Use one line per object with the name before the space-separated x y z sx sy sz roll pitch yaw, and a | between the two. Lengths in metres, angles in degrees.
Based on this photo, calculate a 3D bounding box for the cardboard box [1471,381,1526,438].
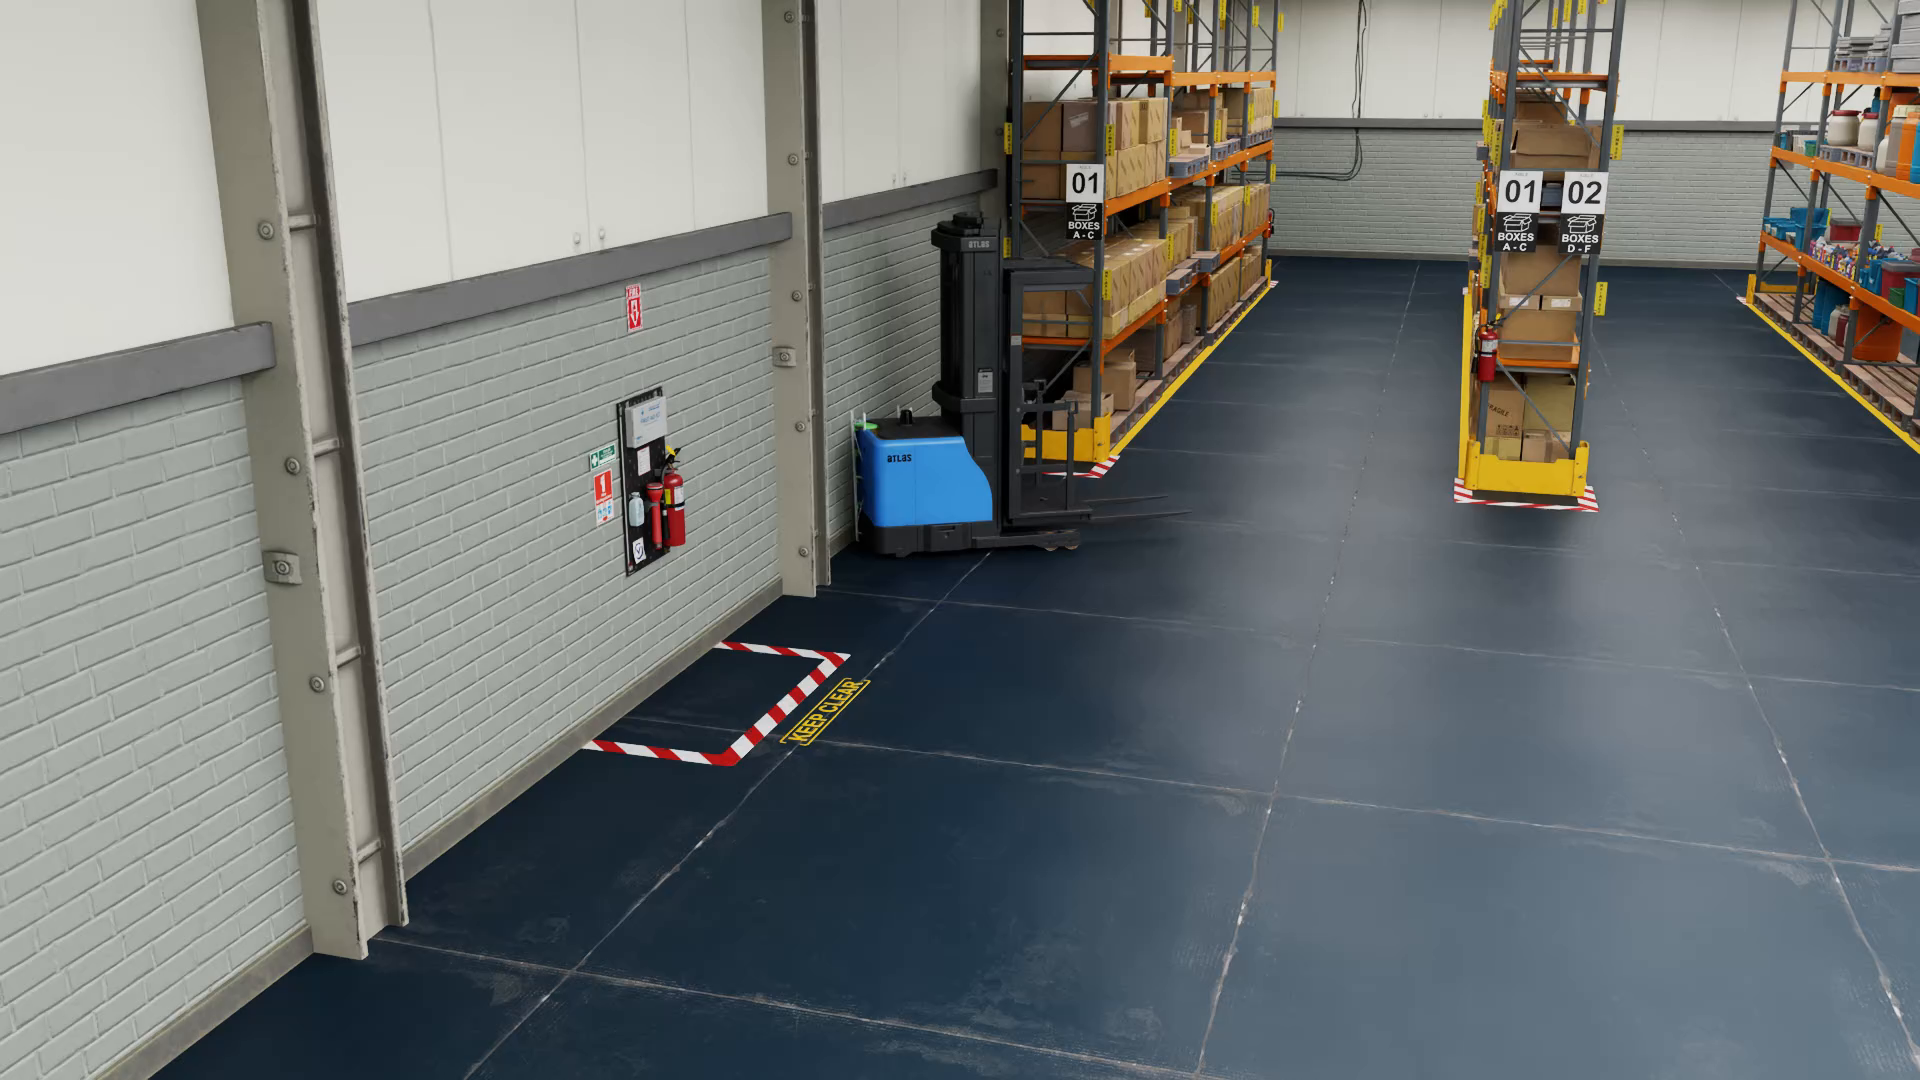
cardboard box | 5.665 -1.378 17.508 0.500 0.500 0.500 5 16 16

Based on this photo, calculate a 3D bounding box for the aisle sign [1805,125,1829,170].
aisle sign | 15.395 -7.023 29.749 0.394 0.787 0.004 5 16 16

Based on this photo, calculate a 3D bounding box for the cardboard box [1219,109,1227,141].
cardboard box | 4.006 -6.828 27.340 0.700 0.500 0.500 4 16 15

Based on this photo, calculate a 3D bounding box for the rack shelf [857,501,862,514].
rack shelf | -0.684 -0.299 15.195 0.480 0.148 0.258 -10 15 -32

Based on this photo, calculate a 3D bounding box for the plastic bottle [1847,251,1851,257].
plastic bottle | 13.041 -4.102 24.429 0.061 0.283 0.133 5 16 16

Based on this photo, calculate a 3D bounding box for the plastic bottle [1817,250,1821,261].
plastic bottle | 13.269 -4.393 25.605 0.097 0.201 0.097 0 16 0

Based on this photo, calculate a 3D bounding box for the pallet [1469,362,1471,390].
pallet | 7.452 -2.196 22.606 1.003 0.211 1.213 5 16 16

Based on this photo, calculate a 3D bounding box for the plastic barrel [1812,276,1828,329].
plastic barrel | 13.786 -3.781 26.159 0.600 0.901 0.708 5 16 16

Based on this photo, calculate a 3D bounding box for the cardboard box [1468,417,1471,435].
cardboard box | 5.938 -1.280 18.536 0.500 0.250 0.500 5 16 16

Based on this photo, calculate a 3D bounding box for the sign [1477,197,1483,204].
sign | 8.686 -5.571 27.808 0.100 0.325 0.005 5 16 16

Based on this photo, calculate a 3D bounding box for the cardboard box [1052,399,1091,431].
cardboard box | 1.331 -1.450 18.988 0.500 0.311 0.500 3 16 10

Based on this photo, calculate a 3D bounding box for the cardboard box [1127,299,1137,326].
cardboard box | 1.775 -2.669 19.400 0.500 0.250 0.500 4 16 15

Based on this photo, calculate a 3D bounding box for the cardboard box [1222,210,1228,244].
cardboard box | 4.004 -5.025 26.706 0.500 0.500 0.500 5 16 16

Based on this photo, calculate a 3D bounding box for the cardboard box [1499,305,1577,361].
cardboard box | 5.943 -2.144 17.130 0.700 0.500 0.500 5 16 16

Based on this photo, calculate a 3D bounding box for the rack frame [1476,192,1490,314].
rack frame | 8.072 -4.068 24.096 1.000 3.000 0.127 5 16 16

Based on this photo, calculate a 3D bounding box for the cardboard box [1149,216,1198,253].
cardboard box | 3.197 -4.587 24.937 0.700 0.500 0.500 3 16 9

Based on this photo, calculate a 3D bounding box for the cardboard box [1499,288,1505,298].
cardboard box | 5.797 -2.519 17.261 0.380 0.149 0.250 5 17 17

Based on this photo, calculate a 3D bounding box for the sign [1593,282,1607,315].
sign | 6.329 -2.385 16.430 0.100 0.325 0.005 5 16 16

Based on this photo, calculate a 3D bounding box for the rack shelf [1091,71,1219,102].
rack shelf | 2.753 -6.276 22.936 1.077 0.370 4.000 5 16 16

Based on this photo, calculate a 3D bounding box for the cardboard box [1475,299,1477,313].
cardboard box | 8.260 -3.475 25.781 0.500 0.500 0.500 4 16 14

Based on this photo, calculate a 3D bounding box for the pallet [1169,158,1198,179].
pallet | 2.462 -4.911 21.914 1.213 0.211 1.003 5 16 16

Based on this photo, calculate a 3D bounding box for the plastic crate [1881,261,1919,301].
plastic crate | 12.067 -3.315 21.322 0.402 0.464 0.583 5 16 16

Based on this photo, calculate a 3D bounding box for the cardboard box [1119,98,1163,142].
cardboard box | 2.156 -5.090 20.147 0.500 0.500 0.500 6 17 19

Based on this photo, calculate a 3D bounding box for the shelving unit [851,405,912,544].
shelving unit | -0.692 -0.596 15.130 0.503 1.200 0.258 -10 15 -32

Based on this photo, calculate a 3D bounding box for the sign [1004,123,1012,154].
sign | 0.521 -4.276 17.707 0.100 0.325 0.005 5 16 16

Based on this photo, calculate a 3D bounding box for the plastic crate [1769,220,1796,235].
plastic crate | 14.520 -5.513 29.387 0.416 0.233 0.300 5 16 16

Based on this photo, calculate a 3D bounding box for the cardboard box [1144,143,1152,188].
cardboard box | 2.001 -4.475 19.813 0.500 0.500 0.500 4 16 14

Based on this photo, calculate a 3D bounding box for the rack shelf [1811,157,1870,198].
rack shelf | 13.388 -5.303 24.272 1.077 0.370 4.000 5 16 16

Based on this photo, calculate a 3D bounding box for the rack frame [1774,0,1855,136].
rack frame | 15.093 -8.662 29.298 1.000 3.000 0.127 5 16 16

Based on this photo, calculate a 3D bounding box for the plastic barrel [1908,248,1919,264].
plastic barrel | 12.978 -3.604 22.208 0.600 0.536 0.708 5 16 16

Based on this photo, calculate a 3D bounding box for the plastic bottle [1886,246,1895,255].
plastic bottle | 13.696 -4.152 24.481 0.144 0.351 0.185 5 16 16

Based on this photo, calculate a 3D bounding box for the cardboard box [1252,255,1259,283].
cardboard box | 5.349 -5.222 31.975 0.700 0.500 0.500 5 16 16

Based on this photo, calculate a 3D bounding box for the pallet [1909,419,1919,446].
pallet | 11.452 -1.123 18.821 1.003 0.211 1.213 5 16 16

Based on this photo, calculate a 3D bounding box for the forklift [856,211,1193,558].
forklift | 0.605 -1.450 14.991 3.031 2.935 1.130 -4 16 -13

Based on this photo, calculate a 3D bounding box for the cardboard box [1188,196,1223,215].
cardboard box | 3.849 -5.252 26.131 0.500 0.250 0.500 4 16 15

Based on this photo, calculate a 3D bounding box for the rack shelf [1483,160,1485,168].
rack shelf | 9.777 -6.735 29.319 1.077 0.370 4.000 5 16 16

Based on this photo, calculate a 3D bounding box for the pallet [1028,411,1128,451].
pallet | 1.334 -1.246 19.258 1.003 0.211 1.213 5 16 16

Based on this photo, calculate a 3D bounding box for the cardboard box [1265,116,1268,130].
cardboard box | 5.494 -7.817 31.137 0.500 0.250 0.500 4 16 14

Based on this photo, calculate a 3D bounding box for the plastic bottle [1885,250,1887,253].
plastic bottle | 13.700 -4.153 24.632 0.097 0.271 0.097 0 16 0

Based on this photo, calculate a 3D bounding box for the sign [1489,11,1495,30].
sign | 9.825 -9.577 30.666 0.100 0.325 0.005 5 16 16

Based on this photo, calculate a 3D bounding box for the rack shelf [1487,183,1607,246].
rack shelf | 6.367 -3.595 18.250 1.077 0.370 4.000 5 16 16

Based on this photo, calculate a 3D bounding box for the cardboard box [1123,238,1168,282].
cardboard box | 2.347 -3.555 21.152 0.500 0.500 0.500 5 16 16

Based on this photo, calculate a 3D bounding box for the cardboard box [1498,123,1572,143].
cardboard box | 6.346 -4.363 18.422 0.797 0.503 0.637 7 17 22

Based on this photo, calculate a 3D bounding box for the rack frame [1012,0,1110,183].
rack frame | 1.048 -5.244 17.249 1.000 3.000 0.127 5 16 16

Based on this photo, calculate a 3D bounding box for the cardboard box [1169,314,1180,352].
cardboard box | 2.795 -3.010 24.140 0.700 0.500 0.500 5 16 16

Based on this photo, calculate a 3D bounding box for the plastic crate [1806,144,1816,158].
plastic crate | 13.787 -6.205 26.520 0.450 0.188 0.662 5 16 16

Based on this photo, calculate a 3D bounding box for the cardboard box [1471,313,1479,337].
cardboard box | 7.641 -3.103 23.934 0.500 0.311 0.500 5 17 18

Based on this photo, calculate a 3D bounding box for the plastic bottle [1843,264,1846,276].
plastic bottle | 12.725 -3.892 23.838 0.097 0.201 0.097 0 16 0

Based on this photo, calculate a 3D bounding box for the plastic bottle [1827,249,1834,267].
plastic bottle | 13.044 -4.219 24.865 0.097 0.271 0.097 0 16 0

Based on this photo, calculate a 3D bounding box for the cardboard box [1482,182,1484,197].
cardboard box | 9.104 -5.796 28.172 0.500 0.500 0.500 5 17 16

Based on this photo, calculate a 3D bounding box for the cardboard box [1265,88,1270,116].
cardboard box | 5.496 -8.183 31.055 0.500 0.500 0.500 5 17 18

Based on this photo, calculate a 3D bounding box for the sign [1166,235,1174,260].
sign | 2.707 -3.781 21.498 0.100 0.325 0.005 5 16 16

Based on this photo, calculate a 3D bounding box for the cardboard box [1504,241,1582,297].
cardboard box | 5.958 -2.782 17.002 0.700 0.500 0.500 5 16 16

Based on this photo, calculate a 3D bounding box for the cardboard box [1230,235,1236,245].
cardboard box | 4.449 -5.070 28.053 0.380 0.149 0.250 5 16 16

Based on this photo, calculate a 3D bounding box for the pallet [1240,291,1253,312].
pallet | 4.749 -4.349 30.197 1.003 0.211 1.213 5 16 16

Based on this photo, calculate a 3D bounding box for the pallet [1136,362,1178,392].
pallet | 2.404 -2.267 22.856 1.003 0.211 1.213 5 16 16
